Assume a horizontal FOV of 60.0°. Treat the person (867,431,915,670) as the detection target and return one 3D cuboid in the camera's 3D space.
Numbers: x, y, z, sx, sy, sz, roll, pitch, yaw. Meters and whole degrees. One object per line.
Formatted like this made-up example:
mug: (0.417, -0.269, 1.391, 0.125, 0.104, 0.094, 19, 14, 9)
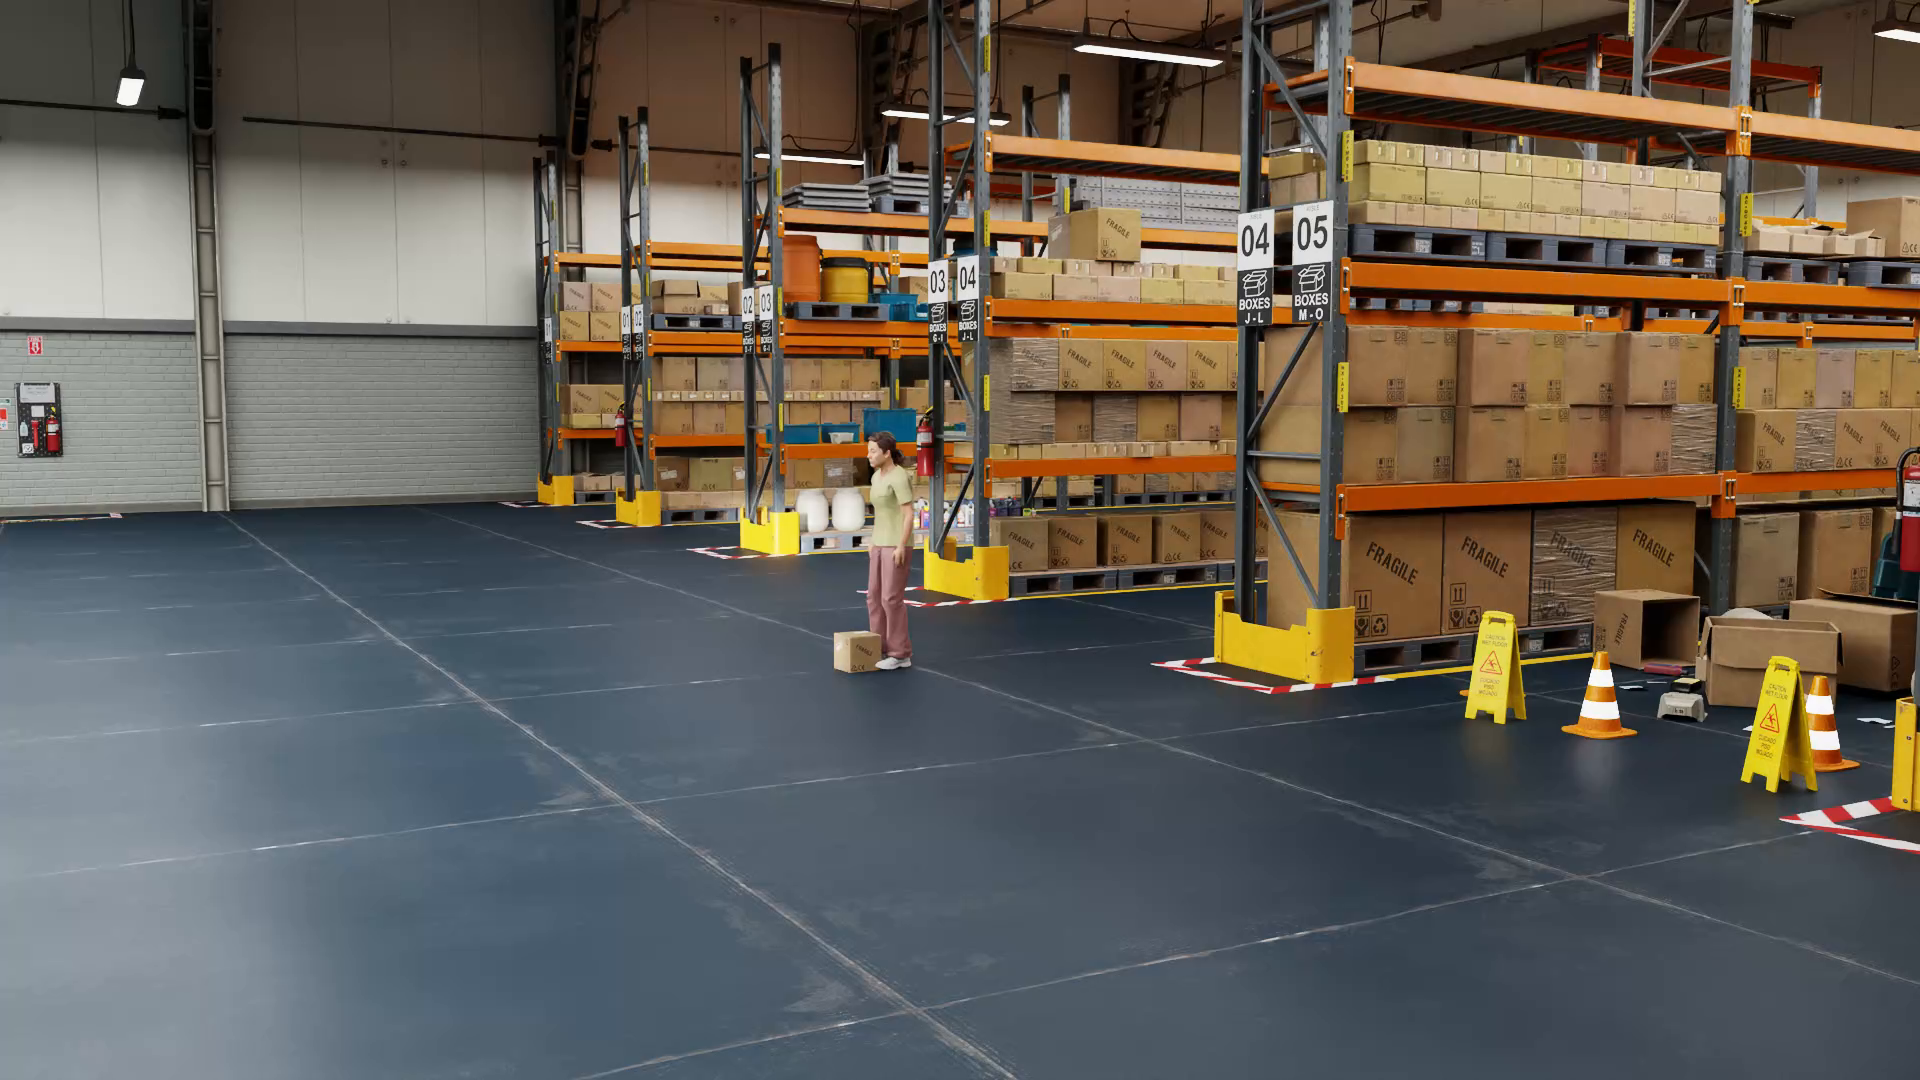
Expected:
person: (-0.508, 0.064, 11.746, 0.357, 1.673, 0.499, -3, 6, -28)
